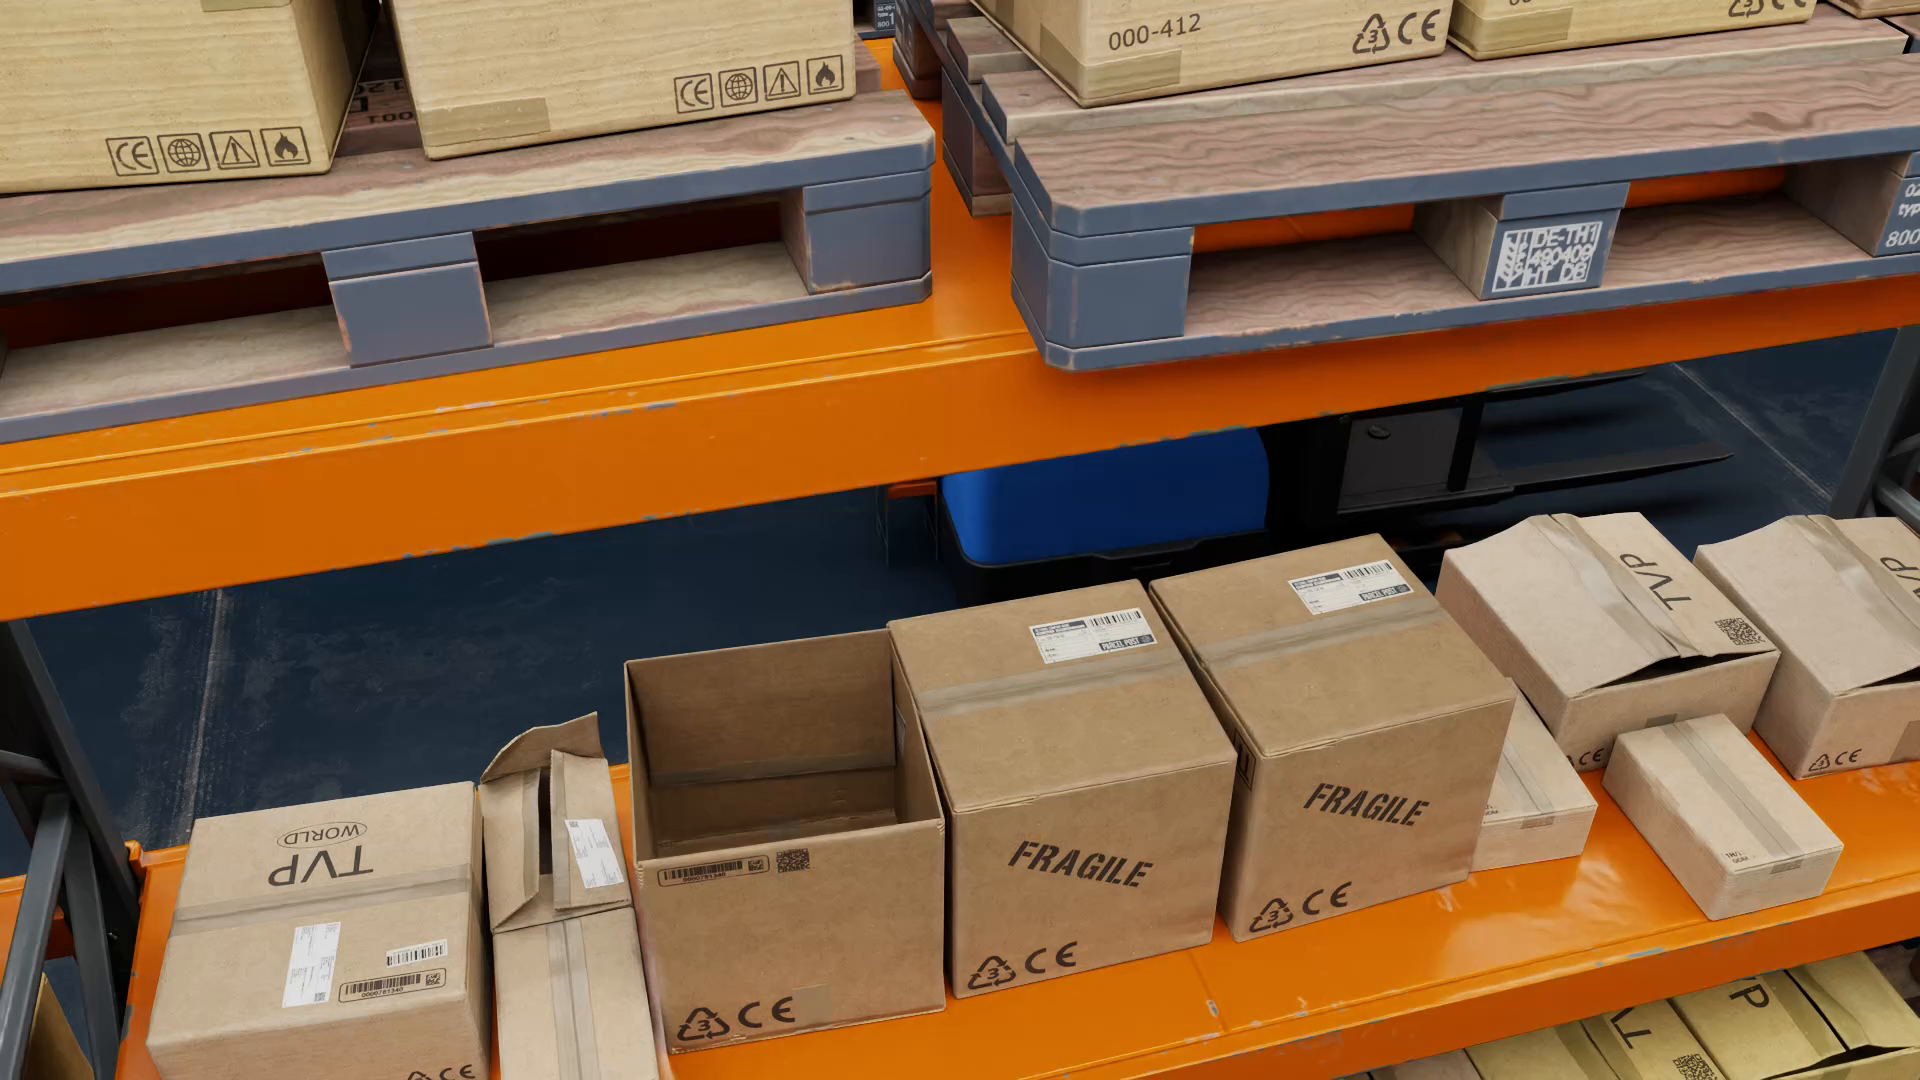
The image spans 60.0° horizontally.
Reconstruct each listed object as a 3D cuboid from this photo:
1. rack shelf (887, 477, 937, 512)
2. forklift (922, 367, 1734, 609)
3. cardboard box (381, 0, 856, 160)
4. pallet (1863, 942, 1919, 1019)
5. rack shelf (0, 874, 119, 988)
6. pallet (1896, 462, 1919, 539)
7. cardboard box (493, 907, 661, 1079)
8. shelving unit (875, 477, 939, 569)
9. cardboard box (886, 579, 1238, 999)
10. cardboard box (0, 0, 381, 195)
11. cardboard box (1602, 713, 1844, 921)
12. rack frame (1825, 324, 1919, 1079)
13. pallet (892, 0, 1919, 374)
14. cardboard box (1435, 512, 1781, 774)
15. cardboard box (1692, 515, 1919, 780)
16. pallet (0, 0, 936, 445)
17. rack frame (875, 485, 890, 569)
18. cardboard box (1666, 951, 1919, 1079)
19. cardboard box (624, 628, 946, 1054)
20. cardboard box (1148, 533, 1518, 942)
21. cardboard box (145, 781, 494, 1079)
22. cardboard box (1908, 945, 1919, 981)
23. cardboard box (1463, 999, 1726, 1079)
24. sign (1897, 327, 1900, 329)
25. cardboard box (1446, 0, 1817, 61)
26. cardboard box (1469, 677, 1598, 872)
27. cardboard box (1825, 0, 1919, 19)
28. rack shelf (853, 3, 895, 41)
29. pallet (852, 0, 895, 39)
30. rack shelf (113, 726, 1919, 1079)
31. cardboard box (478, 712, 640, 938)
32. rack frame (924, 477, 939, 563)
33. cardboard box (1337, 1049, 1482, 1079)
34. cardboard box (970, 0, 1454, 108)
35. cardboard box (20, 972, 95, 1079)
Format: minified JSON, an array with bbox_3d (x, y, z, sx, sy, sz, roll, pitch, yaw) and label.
[{"bbox_3d":[-0.197,-0.226,6.026,0.180,0.103,0.258,-8,38,-10],"label":"rack shelf"},{"bbox_3d":[1.392,-1.317,5.560,3.031,2.935,1.130,-8,38,-10],"label":"forklift"},{"bbox_3d":[-0.444,-0.711,2.020,0.500,0.250,0.500,-13,39,-16],"label":"cardboard box"},{"bbox_3d":[3.022,1.146,4.578,1.213,0.211,1.003,-9,38,-12],"label":"pallet"},{"bbox_3d":[-3.501,1.371,2.582,4.000,0.370,1.077,-9,38,-12],"label":"rack shelf"},{"bbox_3d":[2.927,0.062,3.858,1.003,0.211,1.213,-9,38,-12],"label":"pallet"},{"bbox_3d":[-0.662,0.847,2.880,0.250,0.149,0.380,-9,38,-12],"label":"cardboard box"},{"bbox_3d":[-0.197,-0.452,5.853,0.189,1.200,0.258,-8,38,-10],"label":"shelving unit"},{"bbox_3d":[0.167,0.453,3.106,0.500,0.500,0.500,-9,38,-12],"label":"cardboard box"},{"bbox_3d":[-0.973,-0.623,1.904,0.500,0.250,0.500,-6,38,-7],"label":"cardboard box"},{"bbox_3d":[1.495,0.539,3.284,0.250,0.149,0.380,-9,38,-12],"label":"cardboard box"},{"bbox_3d":[2.291,0.134,3.605,0.127,3.000,1.000,-9,38,-12],"label":"rack frame"},{"bbox_3d":[0.580,-0.643,2.308,1.213,0.211,1.003,-8,38,-10],"label":"pallet"},{"bbox_3d":[1.377,0.198,3.596,0.500,0.311,0.500,-10,38,-12],"label":"cardboard box"},{"bbox_3d":[1.929,0.202,3.591,0.500,0.311,0.500,-7,38,-9],"label":"cardboard box"},{"bbox_3d":[-0.722,-0.495,2.116,1.217,0.209,0.805,-11,39,-14],"label":"pallet"},{"bbox_3d":[-0.286,-0.440,5.838,0.006,1.200,0.240,-8,38,-10],"label":"rack frame"},{"bbox_3d":[1.850,1.064,3.846,0.500,0.311,0.500,-8,38,-11],"label":"cardboard box"},{"bbox_3d":[-0.316,0.533,3.002,0.500,0.500,0.500,-7,38,-9],"label":"cardboard box"},{"bbox_3d":[0.676,0.370,3.215,0.500,0.500,0.500,-11,39,-14],"label":"cardboard box"},{"bbox_3d":[-1.107,0.724,2.958,0.500,0.250,0.500,-7,38,-9],"label":"cardboard box"},{"bbox_3d":[2.805,1.048,4.106,0.500,0.500,0.500,-8,38,-10],"label":"cardboard box"},{"bbox_3d":[1.350,1.151,3.733,0.500,0.311,0.500,-10,39,-13],"label":"cardboard box"},{"bbox_3d":[2.141,-0.611,3.692,0.005,0.325,0.100,-9,38,-12],"label":"sign"},{"bbox_3d":[0.811,-0.882,2.243,0.500,0.250,0.500,-10,39,-13],"label":"cardboard box"},{"bbox_3d":[1.075,0.469,3.374,0.250,0.149,0.380,-7,38,-9],"label":"cardboard box"},{"bbox_3d":[1.367,-0.966,2.353,0.500,0.250,0.500,-8,38,-11],"label":"cardboard box"},{"bbox_3d":[-0.935,-2.168,7.208,4.000,0.370,1.077,-9,38,-12],"label":"rack shelf"},{"bbox_3d":[-0.904,-2.357,7.020,1.213,0.211,1.003,-9,38,-12],"label":"pallet"},{"bbox_3d":[0.360,0.737,3.410,4.000,0.370,1.077,-9,38,-12],"label":"rack shelf"},{"bbox_3d":[-0.770,0.574,3.141,0.258,0.266,0.396,-10,39,-13],"label":"cardboard box"},{"bbox_3d":[-0.107,-0.464,5.869,0.006,1.200,0.240,-8,38,-10],"label":"rack frame"},{"bbox_3d":[0.862,1.229,3.631,0.500,0.311,0.500,-10,38,-12],"label":"cardboard box"},{"bbox_3d":[0.291,-0.797,2.133,0.500,0.250,0.500,-12,39,-16],"label":"cardboard box"},{"bbox_3d":[-2.100,1.285,3.401,0.500,0.500,0.500,-9,38,-12],"label":"cardboard box"}]
